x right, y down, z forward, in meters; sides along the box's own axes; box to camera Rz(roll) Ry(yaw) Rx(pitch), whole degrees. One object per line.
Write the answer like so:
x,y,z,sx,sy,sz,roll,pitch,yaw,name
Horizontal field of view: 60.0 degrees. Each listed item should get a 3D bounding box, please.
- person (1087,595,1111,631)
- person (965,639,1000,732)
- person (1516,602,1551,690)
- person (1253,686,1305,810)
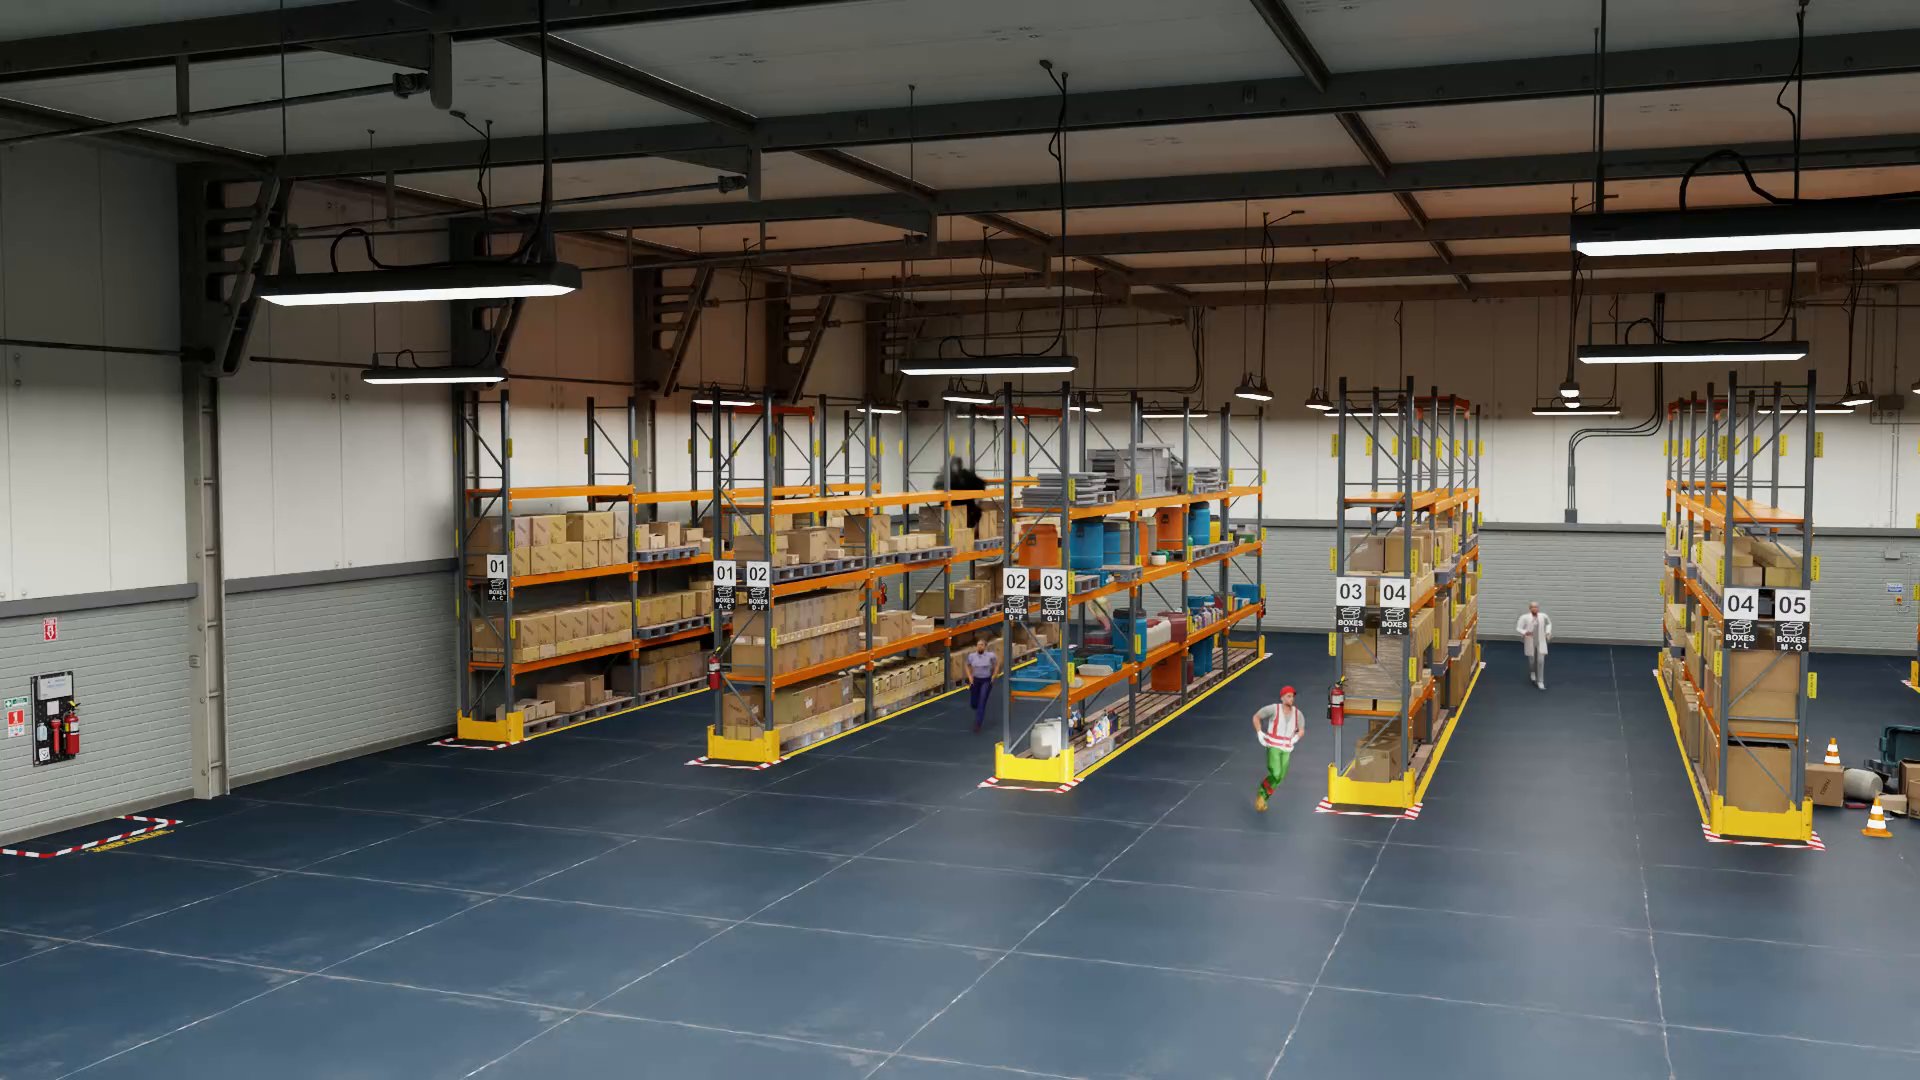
3.566,1.907,41.673,0.632,1.611,0.525,-2,4,-31,person
0.394,2.573,29.742,0.630,1.633,0.770,1,3,11,person
12.069,2.189,34.961,0.719,1.784,1.023,1,3,13,person
4.414,2.866,22.856,0.688,1.727,0.621,-1,3,-16,person
